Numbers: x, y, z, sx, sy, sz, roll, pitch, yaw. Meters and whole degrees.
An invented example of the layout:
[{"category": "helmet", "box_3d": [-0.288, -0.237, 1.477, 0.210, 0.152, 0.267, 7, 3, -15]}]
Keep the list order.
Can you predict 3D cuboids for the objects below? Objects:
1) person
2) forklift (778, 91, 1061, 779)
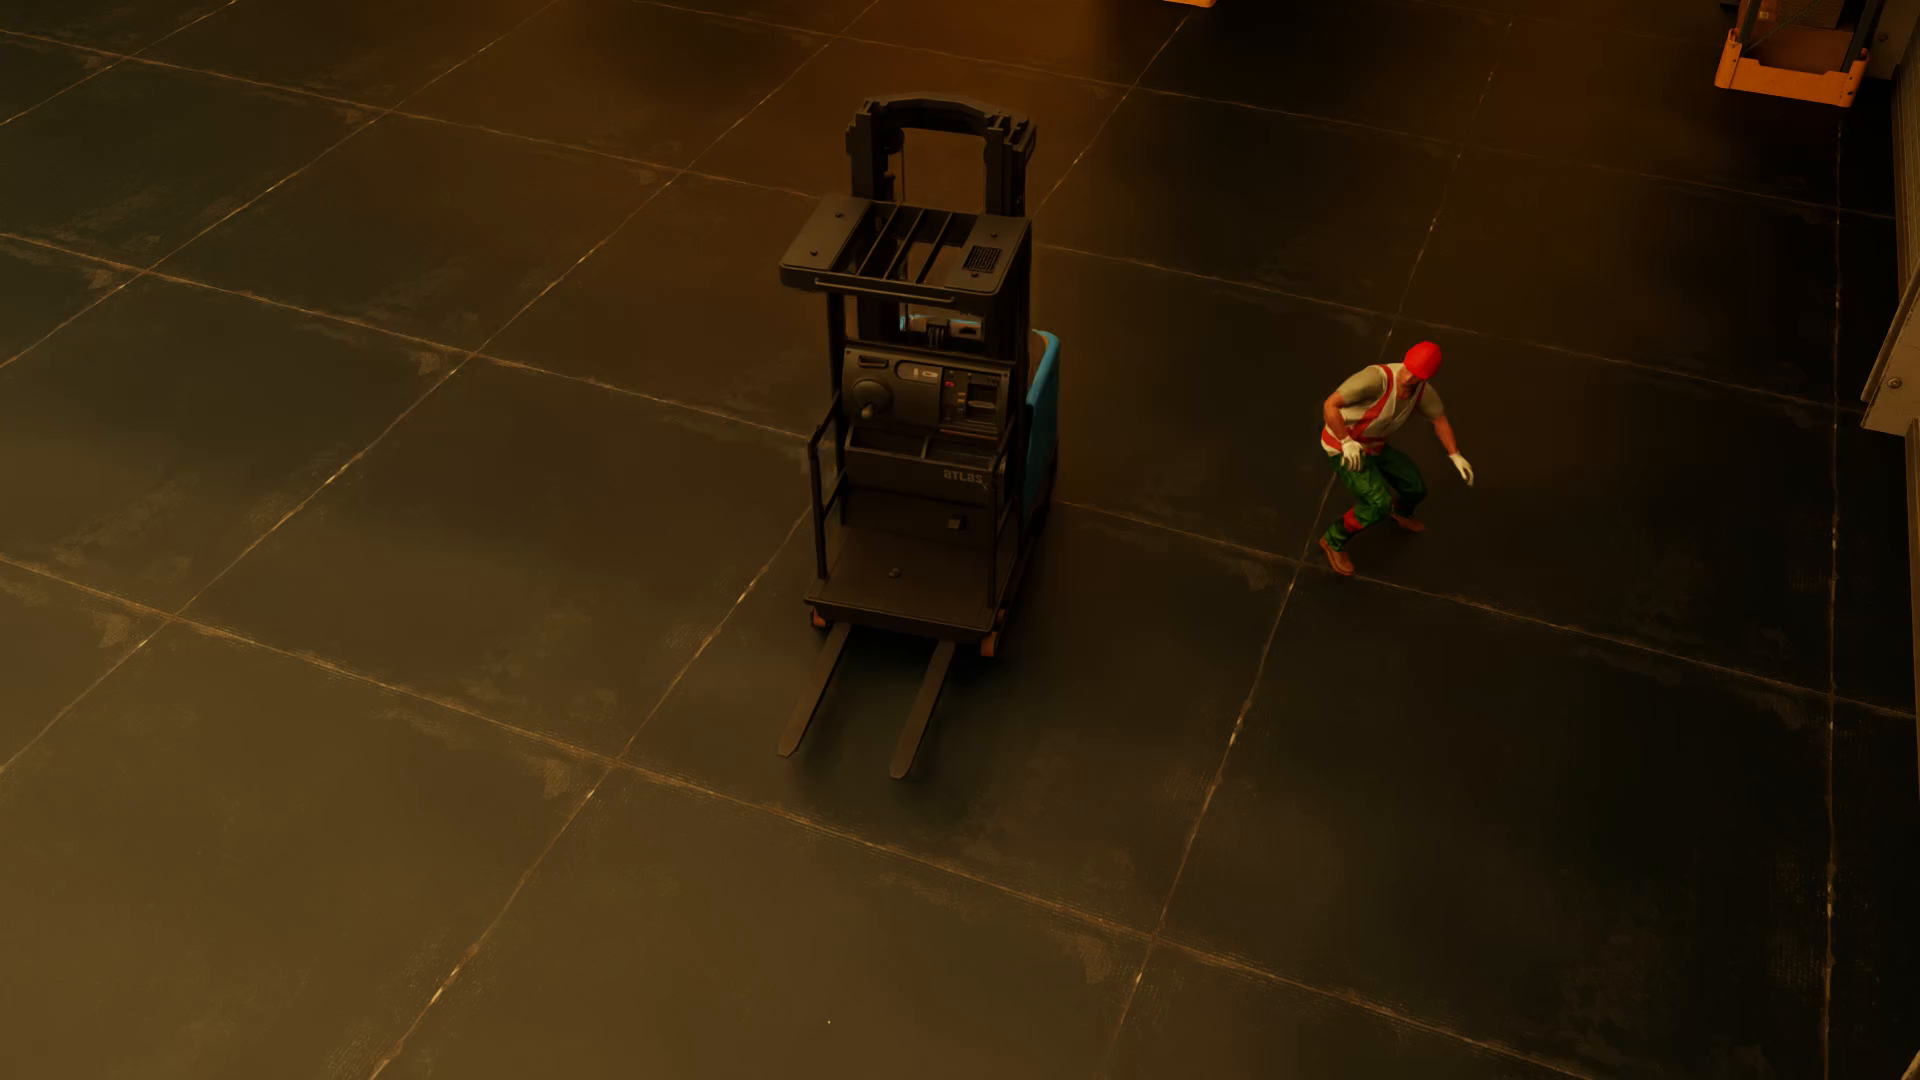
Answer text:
[{"category": "person", "box_3d": [2.533, -0.512, 9.767, 0.887, 1.544, 0.707, -23, 45, -25]}, {"category": "forklift", "box_3d": [-0.239, -0.727, 8.875, 1.130, 2.935, 3.031, 9, 41, 11]}]
